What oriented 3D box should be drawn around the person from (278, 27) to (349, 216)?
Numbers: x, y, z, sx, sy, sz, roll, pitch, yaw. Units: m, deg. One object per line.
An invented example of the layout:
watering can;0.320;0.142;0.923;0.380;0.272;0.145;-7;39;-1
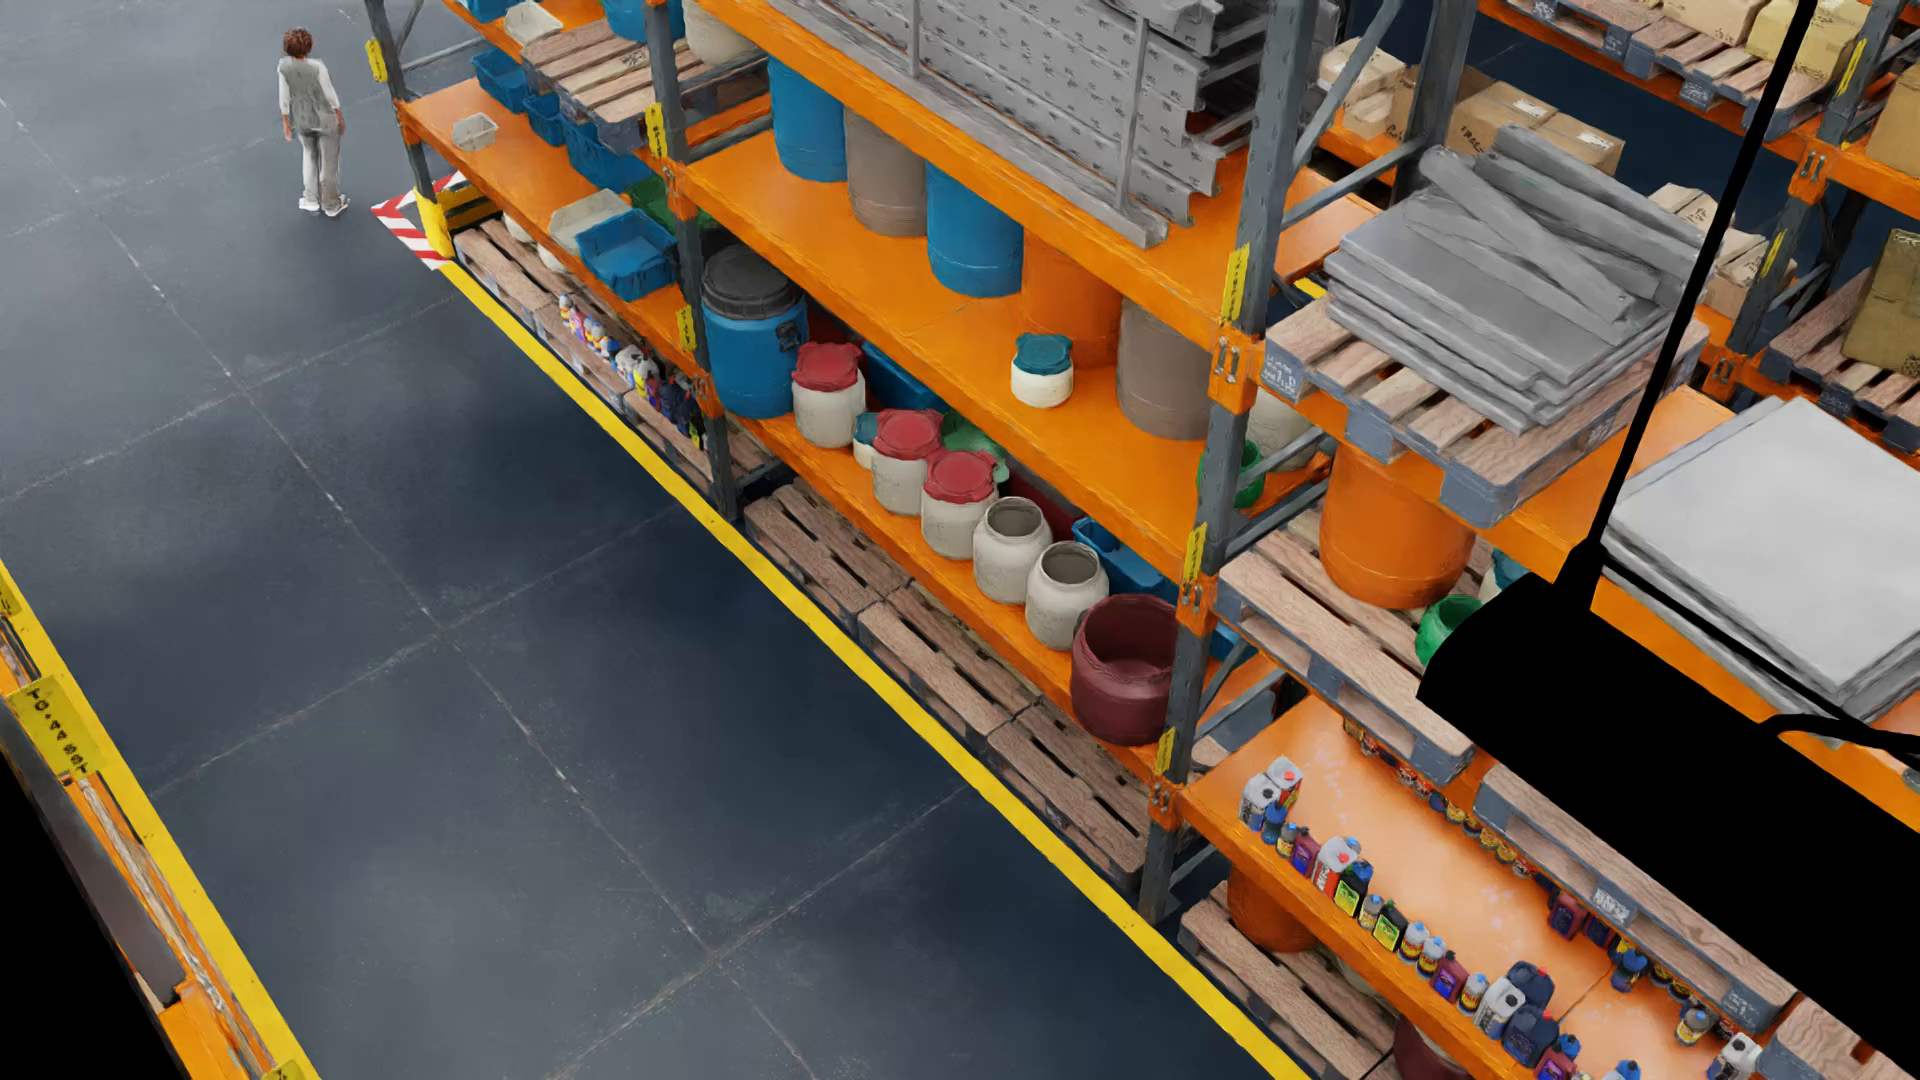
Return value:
person;-5.075;-3.242;12.963;0.543;1.585;0.424;3;47;3
